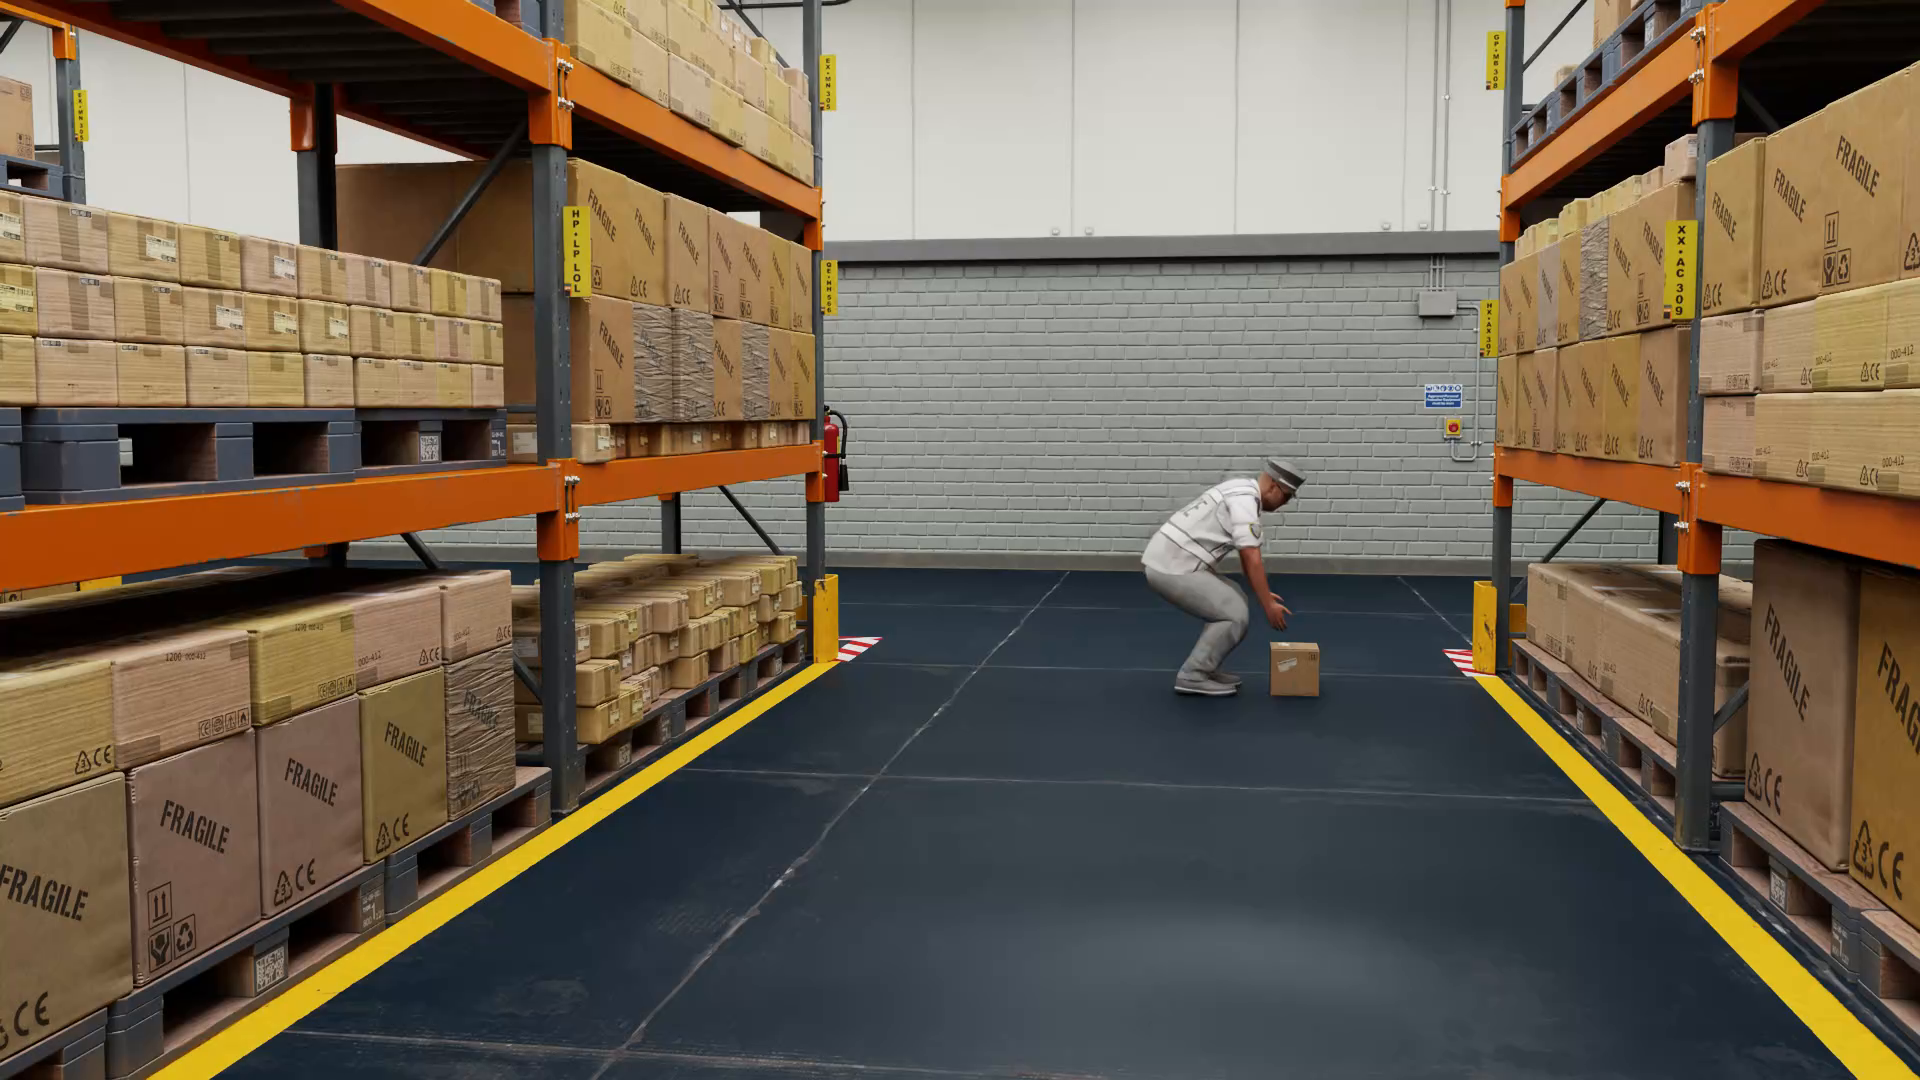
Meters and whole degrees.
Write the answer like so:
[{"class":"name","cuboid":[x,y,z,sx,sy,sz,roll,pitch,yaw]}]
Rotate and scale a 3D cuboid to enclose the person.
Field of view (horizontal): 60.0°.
[{"class":"person","cuboid":[1.416,0.183,8.942,0.879,1.262,0.583,1,4,9]}]
